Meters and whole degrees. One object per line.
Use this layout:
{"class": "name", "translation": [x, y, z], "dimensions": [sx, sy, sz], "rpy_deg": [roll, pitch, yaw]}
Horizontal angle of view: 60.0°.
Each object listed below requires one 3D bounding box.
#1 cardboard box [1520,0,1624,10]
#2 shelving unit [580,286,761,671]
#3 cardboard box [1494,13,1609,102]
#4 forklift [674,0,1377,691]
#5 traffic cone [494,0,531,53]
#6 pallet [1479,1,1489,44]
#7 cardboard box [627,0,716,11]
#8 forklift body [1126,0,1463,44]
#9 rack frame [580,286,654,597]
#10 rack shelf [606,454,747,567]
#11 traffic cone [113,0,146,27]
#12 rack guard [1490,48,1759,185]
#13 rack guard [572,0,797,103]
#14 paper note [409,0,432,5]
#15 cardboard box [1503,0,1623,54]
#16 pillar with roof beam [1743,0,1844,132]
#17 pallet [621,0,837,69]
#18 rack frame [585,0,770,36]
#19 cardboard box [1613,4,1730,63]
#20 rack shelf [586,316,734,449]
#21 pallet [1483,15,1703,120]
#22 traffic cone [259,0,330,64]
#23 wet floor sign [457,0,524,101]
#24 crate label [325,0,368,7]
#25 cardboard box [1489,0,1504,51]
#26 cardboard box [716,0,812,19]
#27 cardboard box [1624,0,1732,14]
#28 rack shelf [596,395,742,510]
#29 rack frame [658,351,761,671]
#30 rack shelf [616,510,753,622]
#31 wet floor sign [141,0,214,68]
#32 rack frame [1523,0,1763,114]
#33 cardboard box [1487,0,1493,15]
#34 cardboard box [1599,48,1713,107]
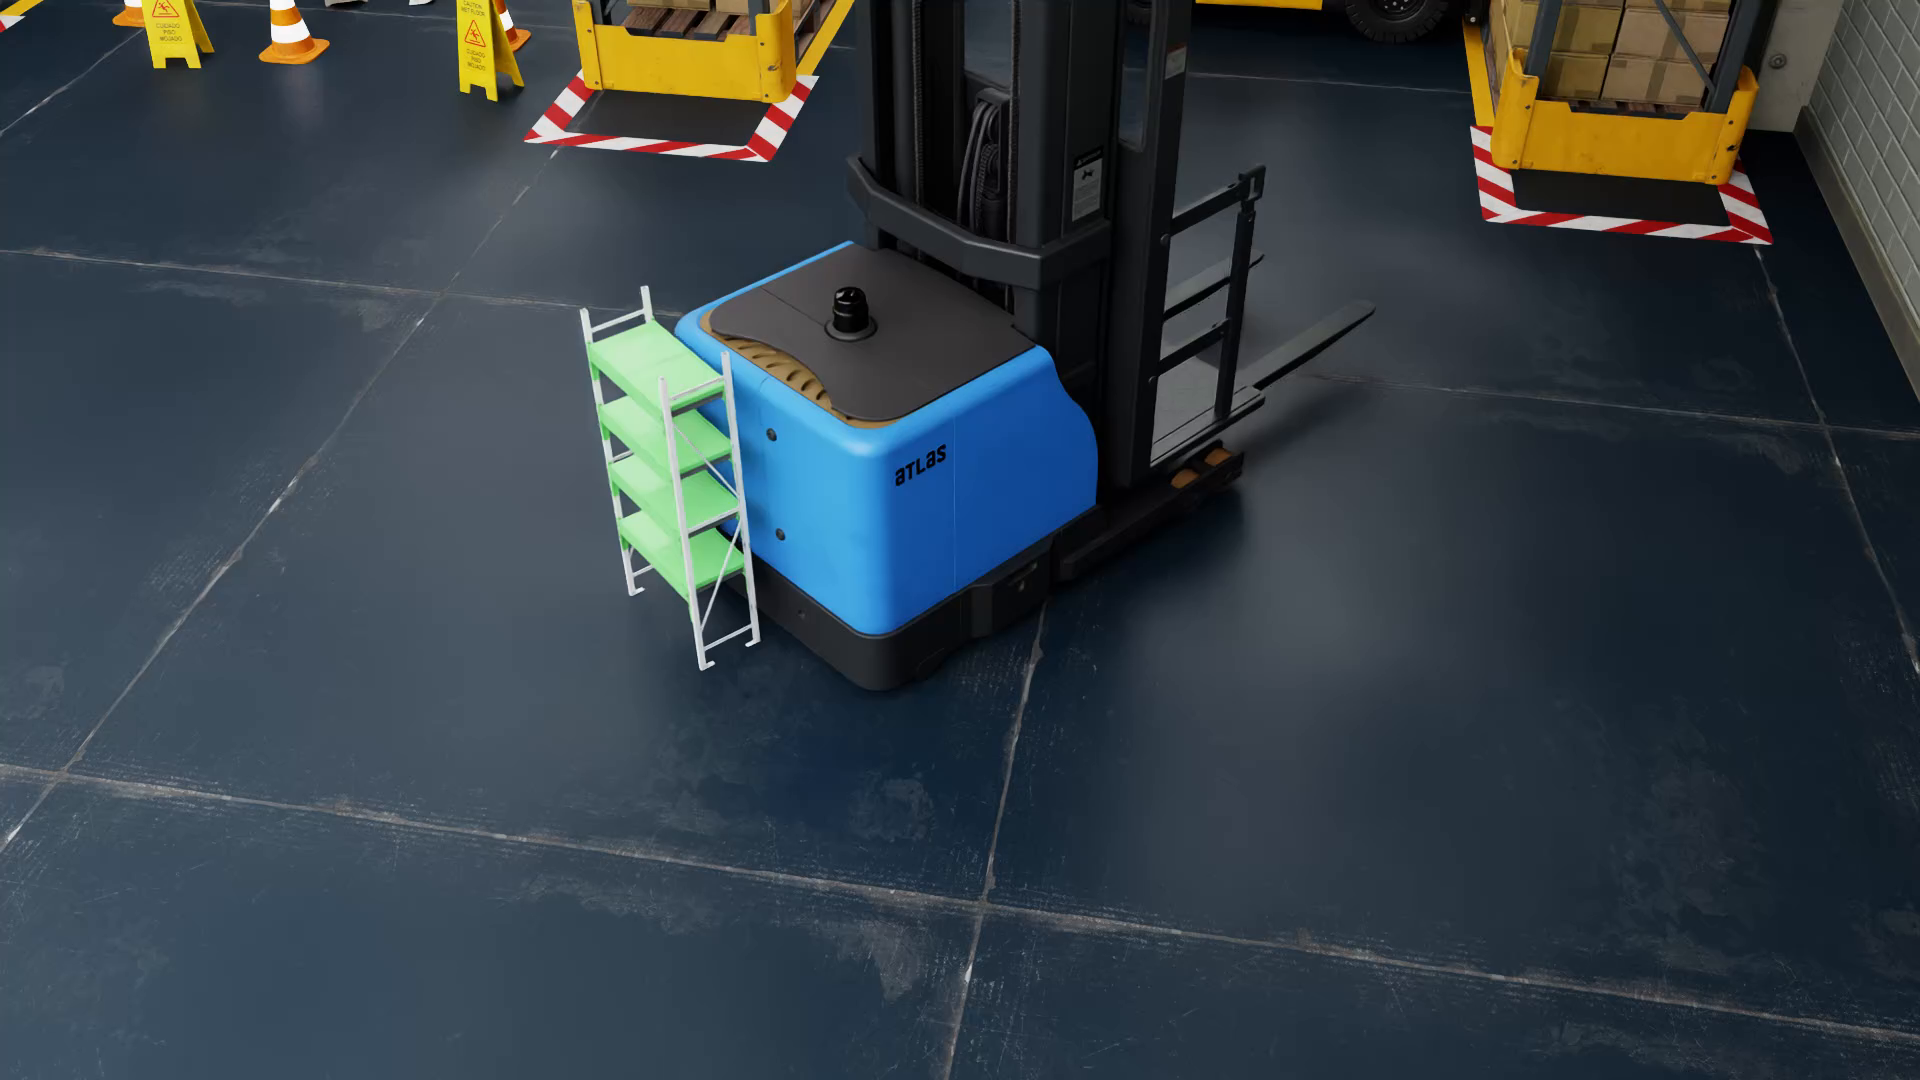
{"class": "cardboard box", "translation": [3.134, -2.947, 8.504], "dimensions": [0.500, 0.250, 0.500], "rpy_deg": [8, 40, 9]}
{"class": "shelving unit", "translation": [-0.949, -0.185, 5.532], "dimensions": [0.258, 1.200, 0.503], "rpy_deg": [-27, 46, -28]}
{"class": "cardboard box", "translation": [3.132, -2.568, 8.830], "dimensions": [0.500, 0.250, 0.500], "rpy_deg": [7, 40, 8]}
{"class": "forklift", "translation": [0.459, -1.451, 5.704], "dimensions": [3.031, 2.935, 1.130], "rpy_deg": [-31, 49, -32]}
{"class": "traffic cone", "translation": [-2.724, -3.115, 9.655], "dimensions": [0.336, 0.463, 0.334], "rpy_deg": [6, 40, 8]}
{"class": "pallet", "translation": [3.666, -3.309, 10.087], "dimensions": [1.003, 0.211, 1.213], "rpy_deg": [6, 40, 8]}
{"class": "cardboard box", "translation": [-1.649, -3.335, 9.758], "dimensions": [0.500, 0.250, 0.500], "rpy_deg": [6, 40, 7]}
{"class": "forklift body", "translation": [1.893, -4.200, 9.642], "dimensions": [2.313, 2.155, 1.214], "rpy_deg": [6, 40, 8]}
{"class": "rack frame", "translation": [-1.099, -0.308, 5.680], "dimensions": [0.240, 1.200, 0.015], "rpy_deg": [-27, 46, -28]}
{"class": "rack shelf", "translation": [-0.948, -0.136, 5.572], "dimensions": [0.258, 0.148, 0.480], "rpy_deg": [-27, 46, -28]}
{"class": "traffic cone", "translation": [-4.930, -3.362, 9.954], "dimensions": [0.336, 0.463, 0.334], "rpy_deg": [6, 40, 8]}
{"class": "rack guard", "translation": [3.358, -2.157, 8.467], "dimensions": [1.175, 0.500, 0.348], "rpy_deg": [6, 40, 8]}
{"class": "rack guard", "translation": [-1.515, -2.765, 9.202], "dimensions": [1.175, 0.500, 0.348], "rpy_deg": [6, 40, 8]}
{"class": "paper note", "translation": [-3.325, -3.349, 10.277], "dimensions": [0.148, 0.019, 0.142], "rpy_deg": [-6, 40, -8]}
{"class": "cardboard box", "translation": [3.138, -2.771, 8.683], "dimensions": [0.500, 0.250, 0.500], "rpy_deg": [6, 40, 7]}
{"class": "pillar with roof beam", "translation": [0.130, -6.260, 6.760], "dimensions": [9.100, 9.000, 0.400], "rpy_deg": [6, 40, 8]}
{"class": "pallet", "translation": [-1.339, -3.160, 9.906], "dimensions": [1.003, 0.211, 1.213], "rpy_deg": [6, 40, 8]}
{"class": "rack frame", "translation": [-1.528, -3.681, 8.348], "dimensions": [1.000, 3.000, 0.127], "rpy_deg": [6, 40, 8]}
{"class": "cardboard box", "translation": [3.648, -2.703, 8.601], "dimensions": [0.500, 0.250, 0.500], "rpy_deg": [7, 40, 8]}
{"class": "rack shelf", "translation": [-0.950, -0.505, 5.266], "dimensions": [0.258, 0.148, 0.480], "rpy_deg": [-27, 46, -28]}
{"class": "pallet", "translation": [3.453, -2.546, 9.163], "dimensions": [1.003, 0.211, 1.213], "rpy_deg": [6, 40, 8]}
{"class": "traffic cone", "translation": [-3.876, -3.024, 9.545], "dimensions": [0.336, 0.463, 0.334], "rpy_deg": [6, 40, 8]}
{"class": "wet floor sign", "translation": [-2.615, -2.772, 9.097], "dimensions": [0.267, 0.644, 0.232], "rpy_deg": [20, 44, 23]}
{"class": "crate label", "translation": [-3.801, -3.399, 10.254], "dimensions": [0.250, 0.136, 0.298], "rpy_deg": [-13, 41, -15]}
{"class": "cardboard box", "translation": [3.227, -2.879, 9.206], "dimensions": [0.500, 0.250, 0.500], "rpy_deg": [6, 40, 8]}
{"class": "cardboard box", "translation": [-1.116, -3.259, 9.666], "dimensions": [0.500, 0.250, 0.500], "rpy_deg": [6, 40, 7]}
{"class": "cardboard box", "translation": [3.631, -2.904, 8.452], "dimensions": [0.500, 0.250, 0.500], "rpy_deg": [6, 40, 7]}
{"class": "rack shelf", "translation": [-0.949, -0.321, 5.419], "dimensions": [0.258, 0.148, 0.480], "rpy_deg": [-27, 46, -28]}
{"class": "rack frame", "translation": [-0.798, -0.063, 5.384], "dimensions": [0.240, 1.200, 0.015], "rpy_deg": [-27, 46, -28]}
{"class": "rack shelf", "translation": [-0.948, 0.048, 5.726], "dimensions": [0.258, 0.148, 0.480], "rpy_deg": [-27, 46, -28]}
{"class": "wet floor sign", "translation": [-4.475, -3.019, 9.396], "dimensions": [0.267, 0.644, 0.232], "rpy_deg": [0, 40, 0]}
{"class": "rack frame", "translation": [3.362, -3.136, 7.689], "dimensions": [1.000, 3.000, 0.127], "rpy_deg": [6, 40, 8]}
{"class": "cardboard box", "translation": [3.323, -3.192, 9.585], "dimensions": [0.500, 0.250, 0.500], "rpy_deg": [7, 40, 8]}
{"class": "cardboard box", "translation": [3.639, -2.525, 8.778], "dimensions": [0.500, 0.250, 0.500], "rpy_deg": [7, 40, 8]}
